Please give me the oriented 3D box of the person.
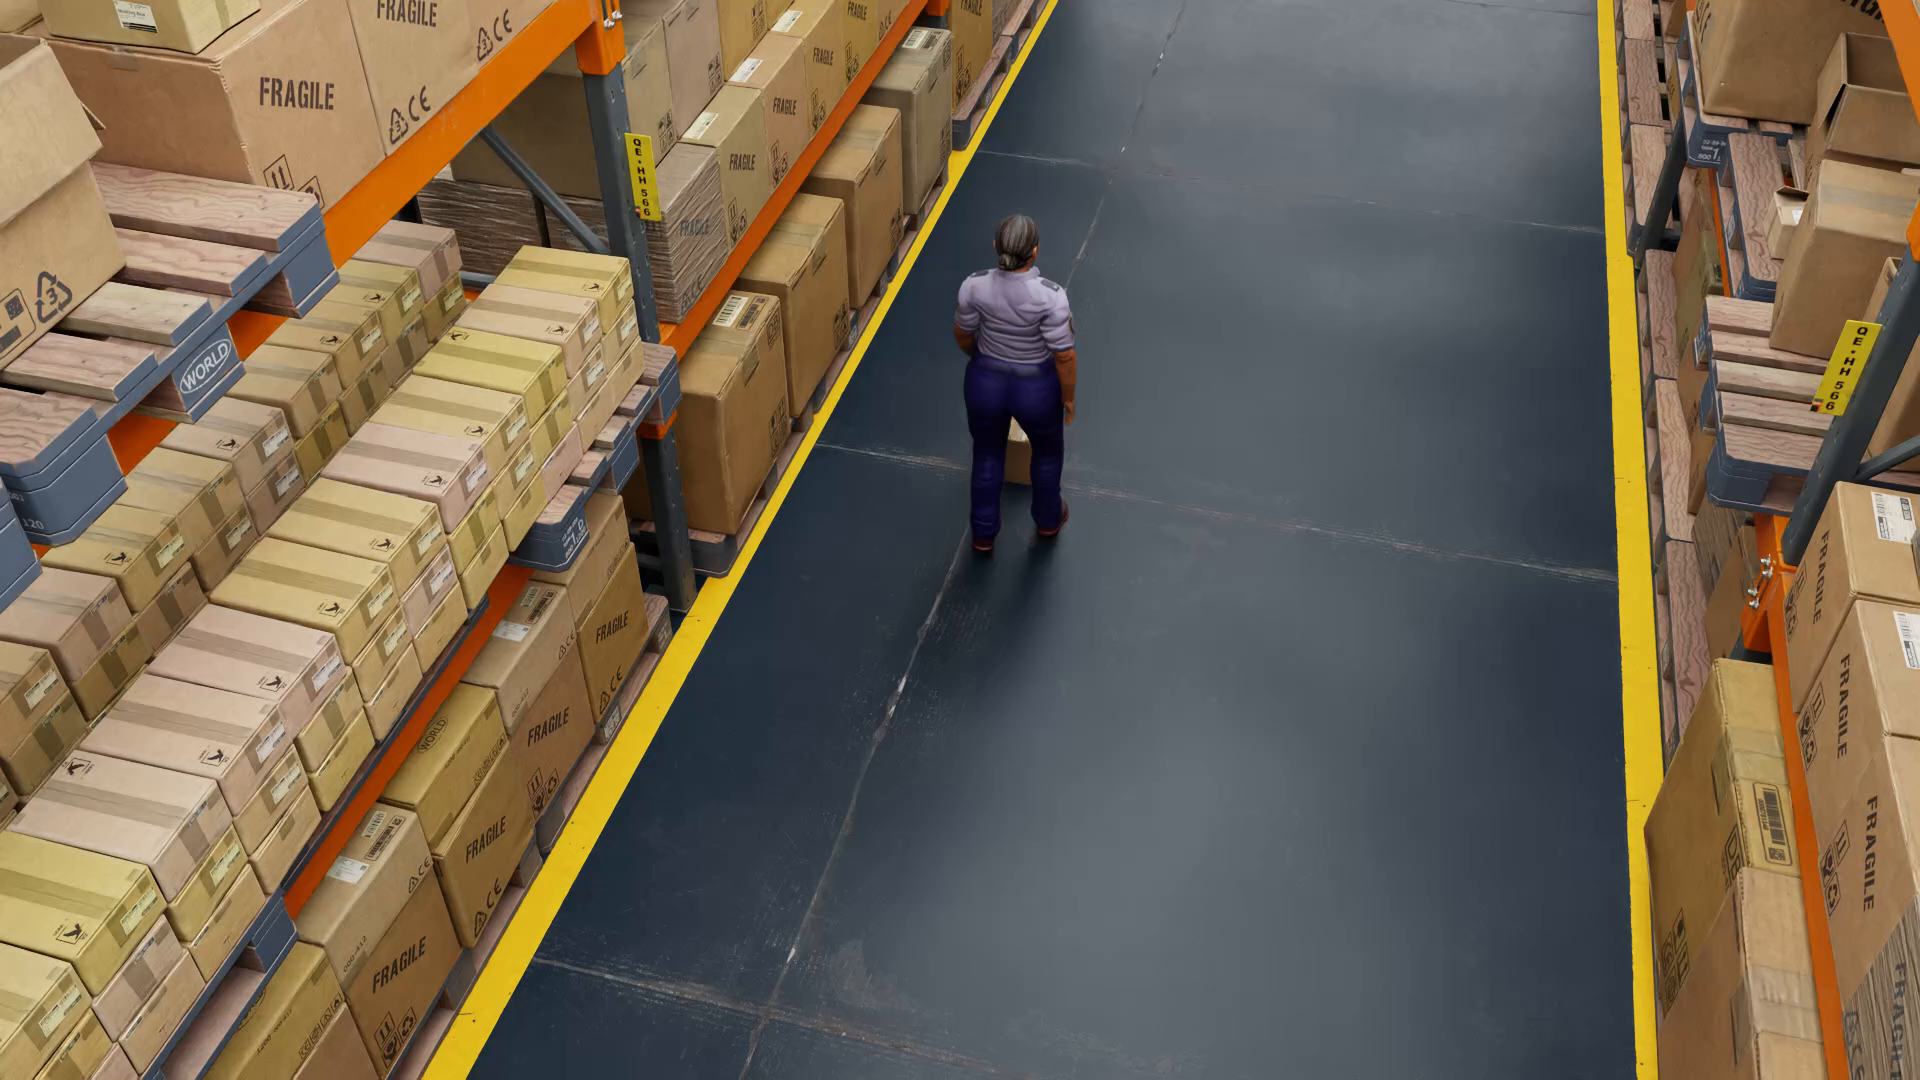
[{"bbox_3d":[0.245,-0.667,6.932,0.528,1.671,0.485,9,42,10],"label":"person"}]
